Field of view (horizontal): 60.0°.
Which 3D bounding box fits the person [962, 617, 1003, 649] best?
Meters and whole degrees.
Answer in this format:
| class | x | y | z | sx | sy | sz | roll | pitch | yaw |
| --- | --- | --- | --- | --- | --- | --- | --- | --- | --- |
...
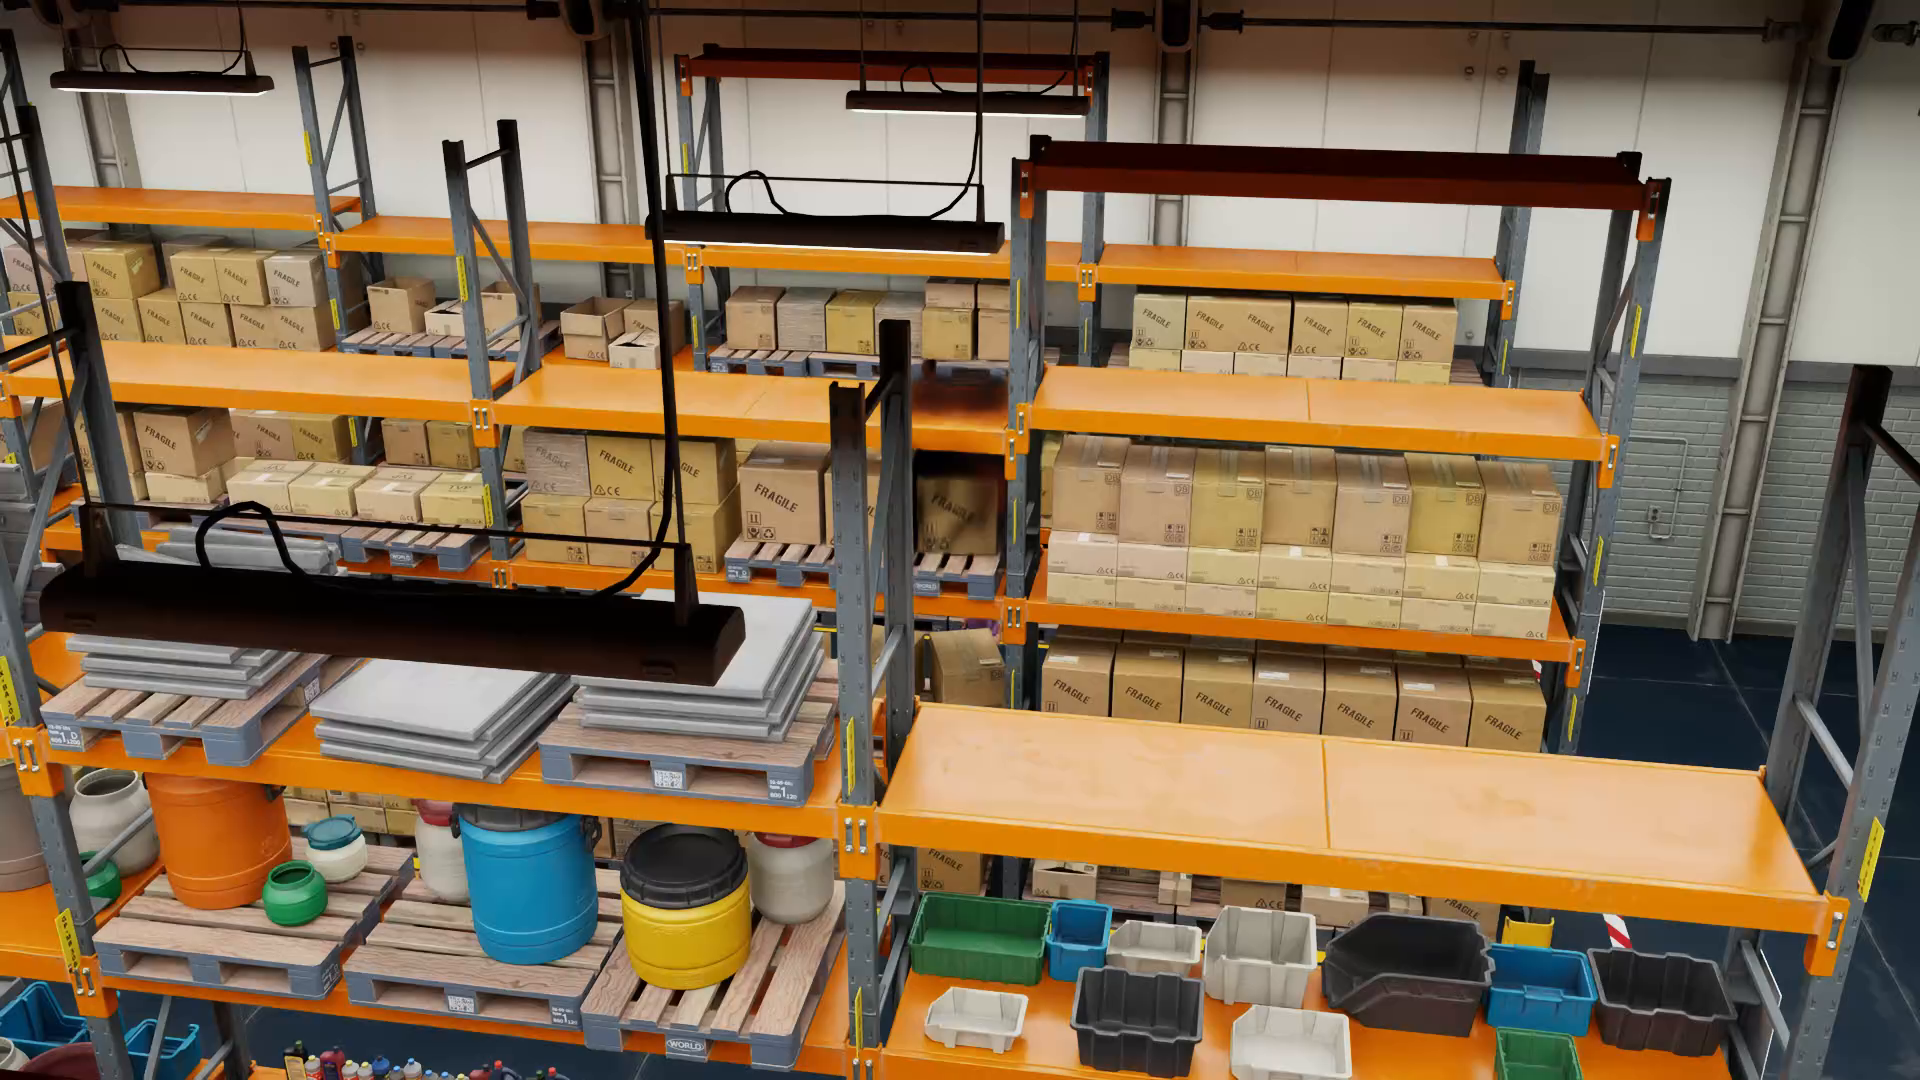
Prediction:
| class | x | y | z | sx | sy | sz | roll | pitch | yaw |
| --- | --- | --- | --- | --- | --- | --- | --- | --- | --- |
| person | 0.239 | 0.886 | 15.892 | 0.395 | 1.599 | 0.477 | -19 | 29 | -37 |
